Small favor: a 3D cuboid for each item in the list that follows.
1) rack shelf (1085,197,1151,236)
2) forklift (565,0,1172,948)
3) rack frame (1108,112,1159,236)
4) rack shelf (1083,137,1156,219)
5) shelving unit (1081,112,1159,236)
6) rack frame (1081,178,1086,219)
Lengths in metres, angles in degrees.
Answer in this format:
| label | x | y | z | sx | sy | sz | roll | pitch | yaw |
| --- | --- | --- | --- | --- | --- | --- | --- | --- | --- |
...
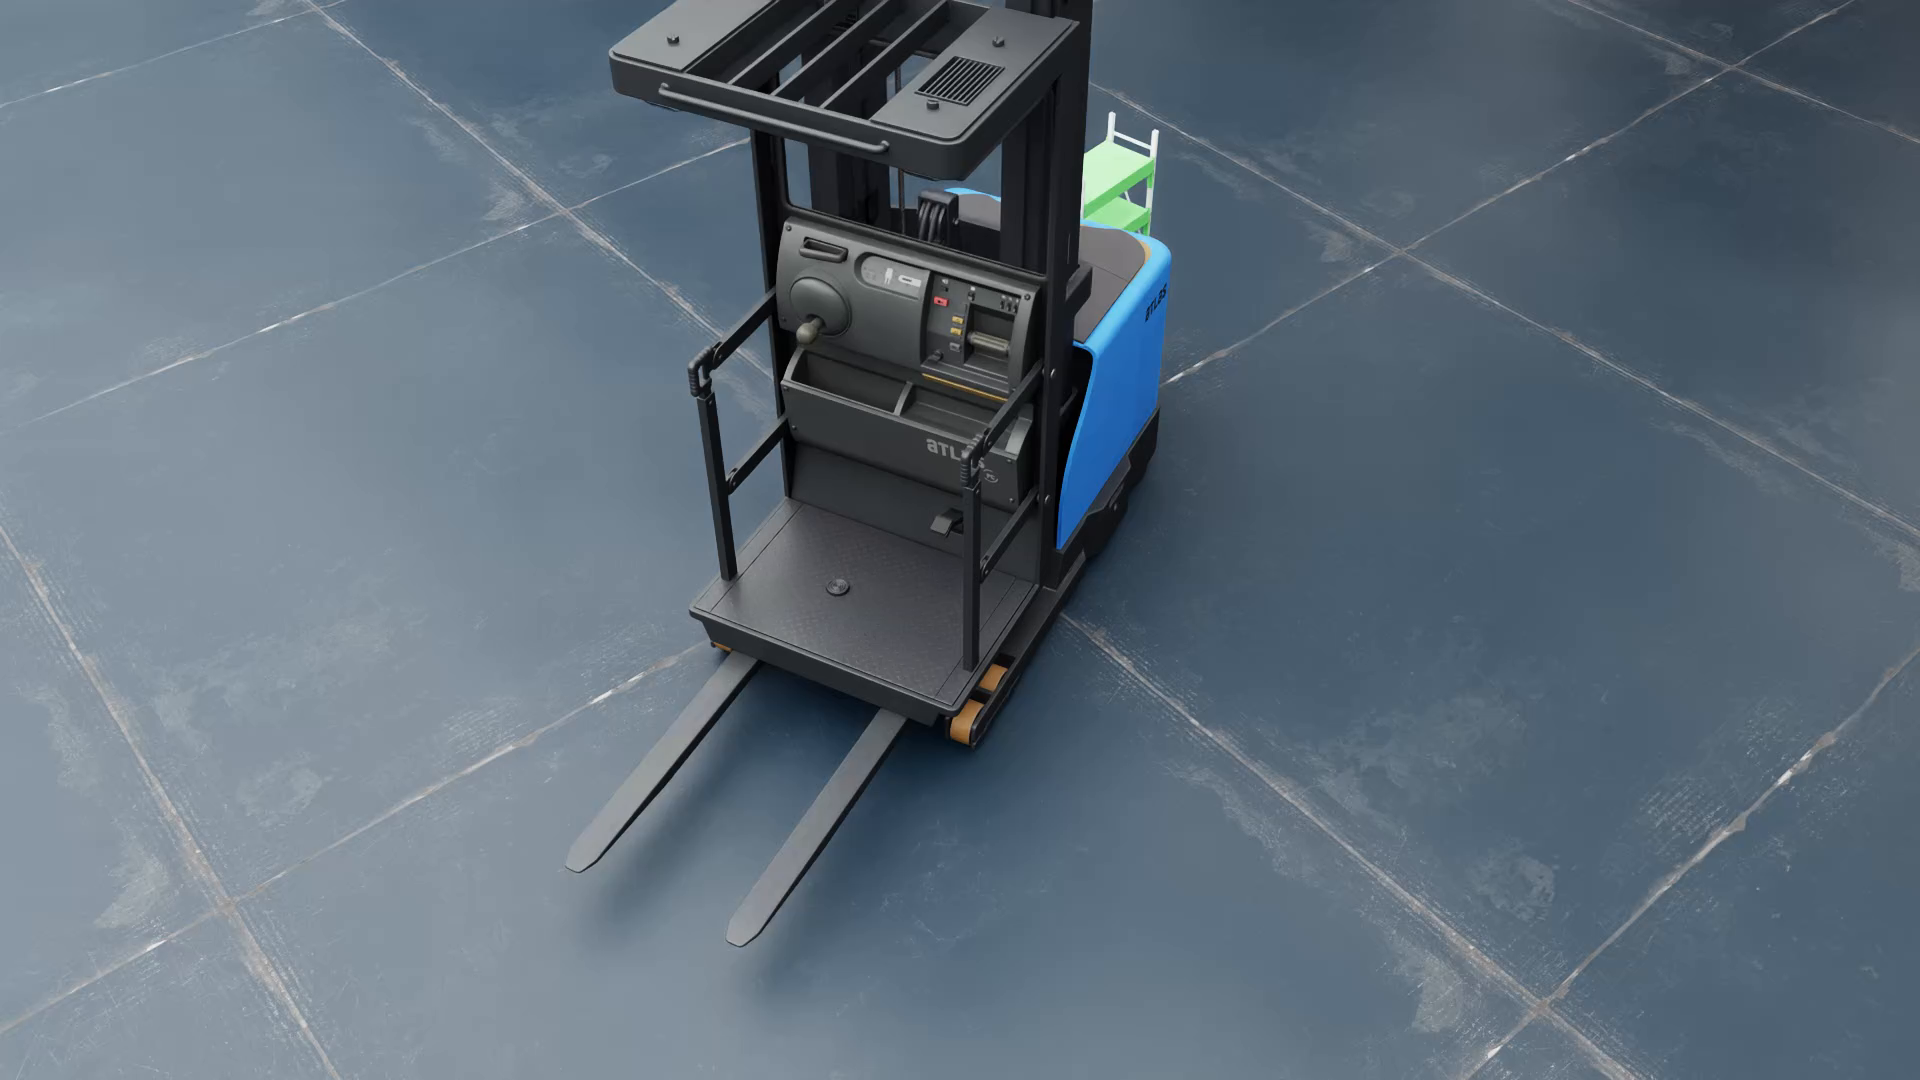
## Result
| label | x | y | z | sx | sy | sz | roll | pitch | yaw |
| --- | --- | --- | --- | --- | --- | --- | --- | --- | --- |
| rack shelf | 0.555 | -1.278 | 6.977 | 0.258 | 0.148 | 0.480 | 30 | 51 | 28 |
| forklift | -0.284 | -0.685 | 5.338 | 1.130 | 2.935 | 3.031 | 19 | 46 | 19 |
| rack frame | 0.713 | -1.277 | 7.233 | 0.240 | 1.200 | 0.015 | 30 | 51 | 28 |
| rack shelf | 0.555 | -1.453 | 6.813 | 0.258 | 0.148 | 0.480 | 30 | 51 | 28 |
| shelving unit | 0.555 | -1.150 | 7.098 | 0.258 | 1.200 | 0.503 | 30 | 51 | 28 |
| rack frame | 0.396 | -1.023 | 6.962 | 0.240 | 1.200 | 0.015 | 30 | 51 | 28 |
